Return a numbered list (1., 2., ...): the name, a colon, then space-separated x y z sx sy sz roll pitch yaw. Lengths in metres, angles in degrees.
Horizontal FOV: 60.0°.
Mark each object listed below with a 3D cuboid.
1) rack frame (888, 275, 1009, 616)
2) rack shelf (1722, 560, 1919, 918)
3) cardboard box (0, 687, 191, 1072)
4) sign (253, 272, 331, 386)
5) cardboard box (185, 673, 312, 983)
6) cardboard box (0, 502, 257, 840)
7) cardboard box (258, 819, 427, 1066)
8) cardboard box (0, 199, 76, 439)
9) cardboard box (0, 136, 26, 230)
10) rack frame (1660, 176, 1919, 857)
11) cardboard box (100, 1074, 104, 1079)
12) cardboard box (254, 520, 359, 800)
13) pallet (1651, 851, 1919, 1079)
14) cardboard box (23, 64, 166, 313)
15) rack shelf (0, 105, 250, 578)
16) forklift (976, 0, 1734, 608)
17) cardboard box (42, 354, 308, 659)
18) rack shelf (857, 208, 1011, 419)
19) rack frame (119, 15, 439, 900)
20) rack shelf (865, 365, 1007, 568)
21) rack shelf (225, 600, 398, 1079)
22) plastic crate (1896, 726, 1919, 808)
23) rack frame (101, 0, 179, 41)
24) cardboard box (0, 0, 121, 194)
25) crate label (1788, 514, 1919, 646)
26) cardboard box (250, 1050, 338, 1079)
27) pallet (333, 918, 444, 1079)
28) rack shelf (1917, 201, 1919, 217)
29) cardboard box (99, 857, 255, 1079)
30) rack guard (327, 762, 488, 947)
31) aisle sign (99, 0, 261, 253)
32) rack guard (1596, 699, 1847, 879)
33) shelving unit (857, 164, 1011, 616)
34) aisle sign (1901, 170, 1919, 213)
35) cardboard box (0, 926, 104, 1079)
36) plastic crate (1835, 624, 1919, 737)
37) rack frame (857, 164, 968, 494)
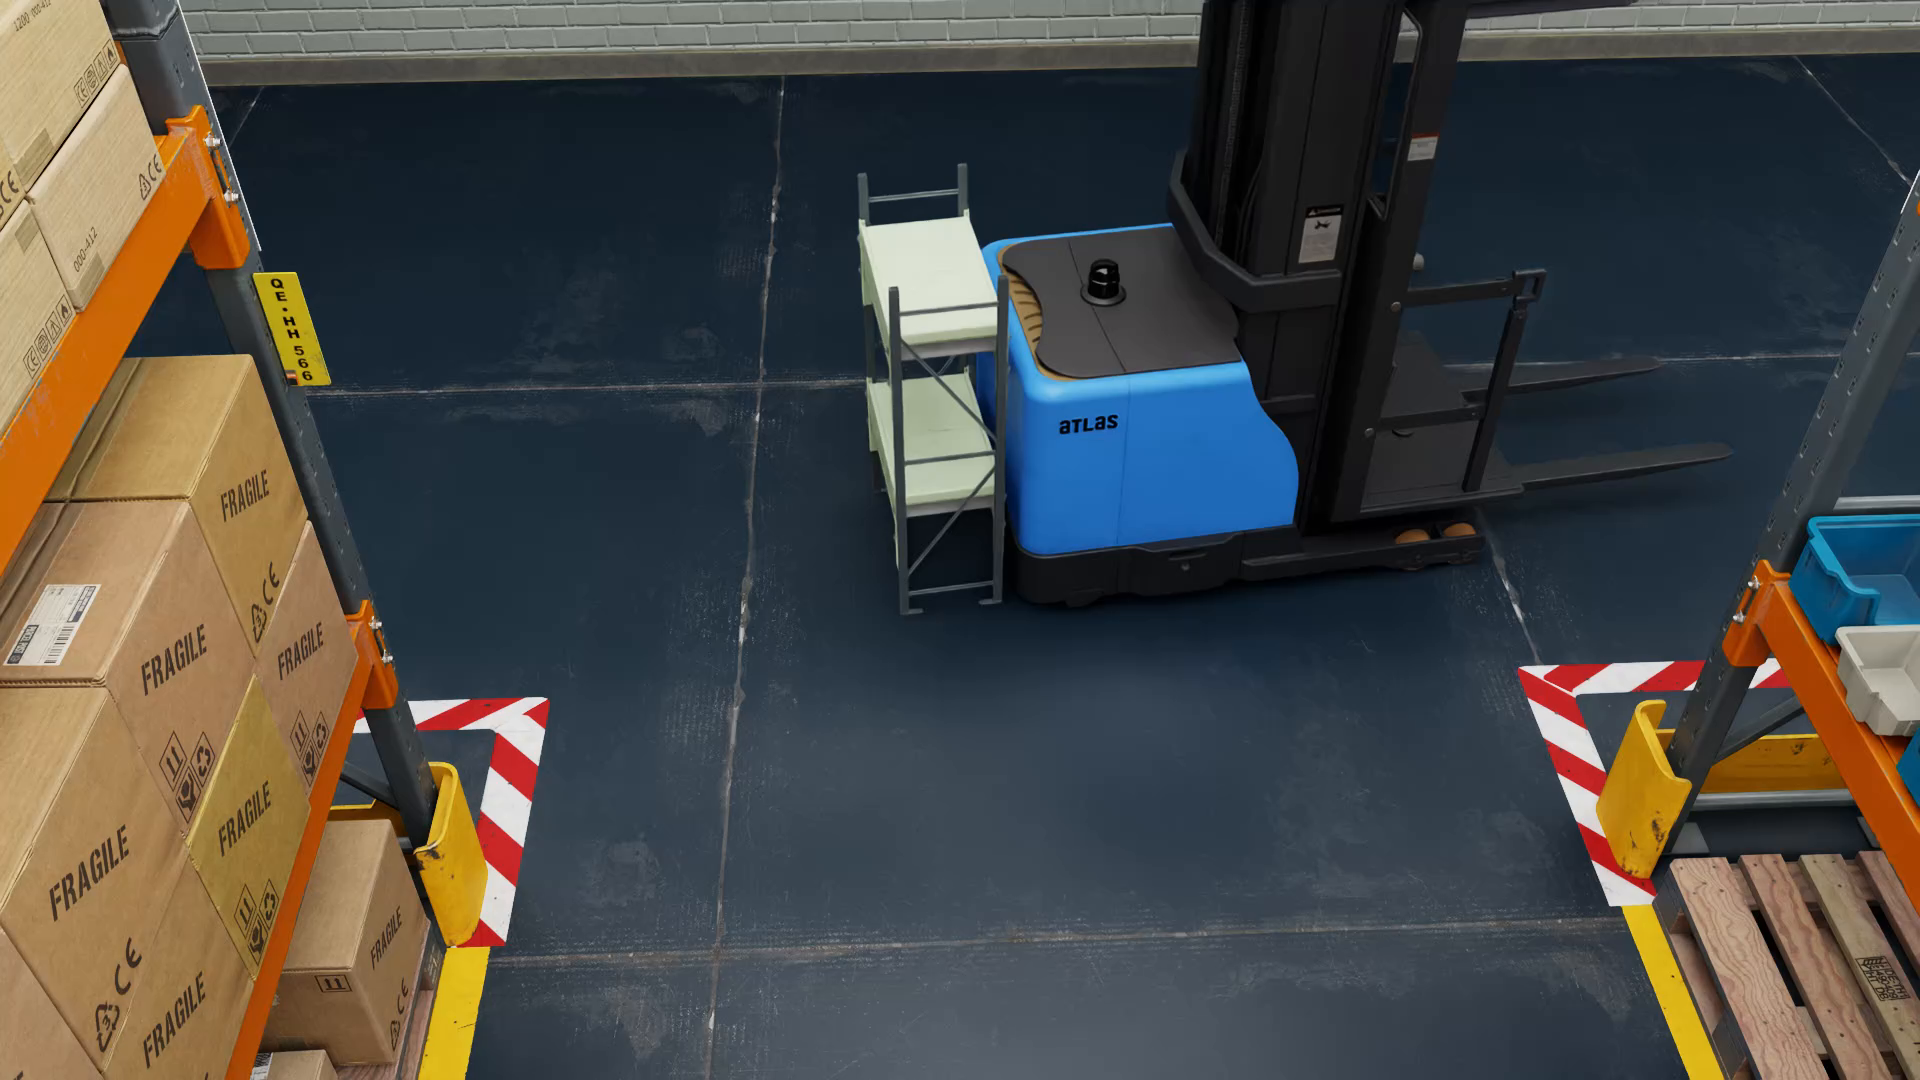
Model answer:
1. rack frame: -0.036 -0.291 5.957 0.400 1.500 0.023 -7 43 -8
2. rack shelf: 2.879 1.519 3.405 1.077 0.370 4.000 -2 43 -2
3. cardboard box: -1.812 0.622 3.038 0.500 0.500 0.500 -1 43 -1
4. sign: -1.599 -0.502 3.987 0.100 0.325 0.005 -2 43 -2
5. cardboard box: -1.838 0.652 3.745 0.500 0.500 0.500 -1 43 -1
6. cardboard box: -1.839 0.272 3.420 0.500 0.500 0.500 -1 43 -1
7. cardboard box: -1.885 1.163 4.786 0.500 0.500 0.500 -2 43 -2
8. cardboard box: -1.859 -0.330 2.781 0.500 0.250 0.500 -2 43 -2
9. cardboard box: -1.857 -0.514 2.612 0.500 0.250 0.500 -2 43 -2
10. rack frame: 2.794 -0.096 4.635 1.000 3.000 0.127 -2 43 -2
11. cardboard box: -1.801 1.329 3.007 0.500 0.500 0.500 -2 43 -2
12. cardboard box: -1.864 0.301 4.127 0.500 0.500 0.500 0 43 0
13. pallet: 2.791 1.490 4.968 1.003 0.211 1.213 -2 43 -2
14. cardboard box: -1.869 -0.667 3.149 0.500 0.250 0.500 -2 43 -2
15. rack shelf: -2.070 0.553 2.239 1.077 0.370 4.000 -2 43 -2
16. forklift: 1.622 -1.306 6.005 3.031 2.935 1.130 -7 43 -8
17. cardboard box: -1.861 -0.069 3.792 0.500 0.500 0.500 -2 43 -2
18. rack shelf: -0.103 -0.822 5.959 0.431 0.370 0.720 -7 43 -8
19. rack frame: -2.155 0.044 4.482 1.000 3.000 0.127 -2 43 -2
20. rack shelf: -0.102 -0.294 6.443 0.431 0.370 0.720 -7 43 -8
21. rack shelf: -2.070 1.659 3.252 1.077 0.370 4.000 -2 43 -2
22. plastic crate: 2.504 0.564 3.994 0.416 0.233 0.300 -2 43 -2
23. rack frame: -2.155 -2.168 2.455 1.000 3.000 0.127 -2 43 -2
24. cardboard box: -1.878 -0.852 2.980 0.500 0.250 0.500 -2 43 -2
25. crate label: 2.476 0.120 4.479 0.416 0.233 0.303 -2 43 -2
26. cardboard box: -1.958 1.562 4.597 0.380 0.166 0.250 -2 43 -2
27. pallet: -2.117 1.661 4.782 1.003 0.211 1.213 -2 43 -2
28. rack shelf: 2.879 0.414 2.391 1.077 0.370 4.000 -2 43 -2
29. cardboard box: -1.822 0.989 3.378 0.500 0.500 0.500 -1 43 -1
30. rack guard: -2.151 1.016 5.271 1.175 0.500 0.348 -2 43 -2
31. aisle sign: -1.852 -0.969 3.664 0.394 0.787 0.004 -2 43 -2
32. rack guard: 2.780 0.810 5.497 1.175 0.500 0.348 -2 43 -2
33. shelving unit: -0.103 -0.534 6.222 0.431 1.500 0.755 -7 43 -8
34. aisle sign: 2.495 -1.094 3.800 0.394 0.787 0.004 -2 43 -2
35. cardboard box: -1.790 0.968 2.660 0.500 0.500 0.500 0 43 0
36. plastic crate: 2.407 0.374 4.273 0.250 0.136 0.298 -2 43 -2
37. rack frame: -0.169 -0.777 6.488 0.400 1.500 0.023 -7 43 -8
